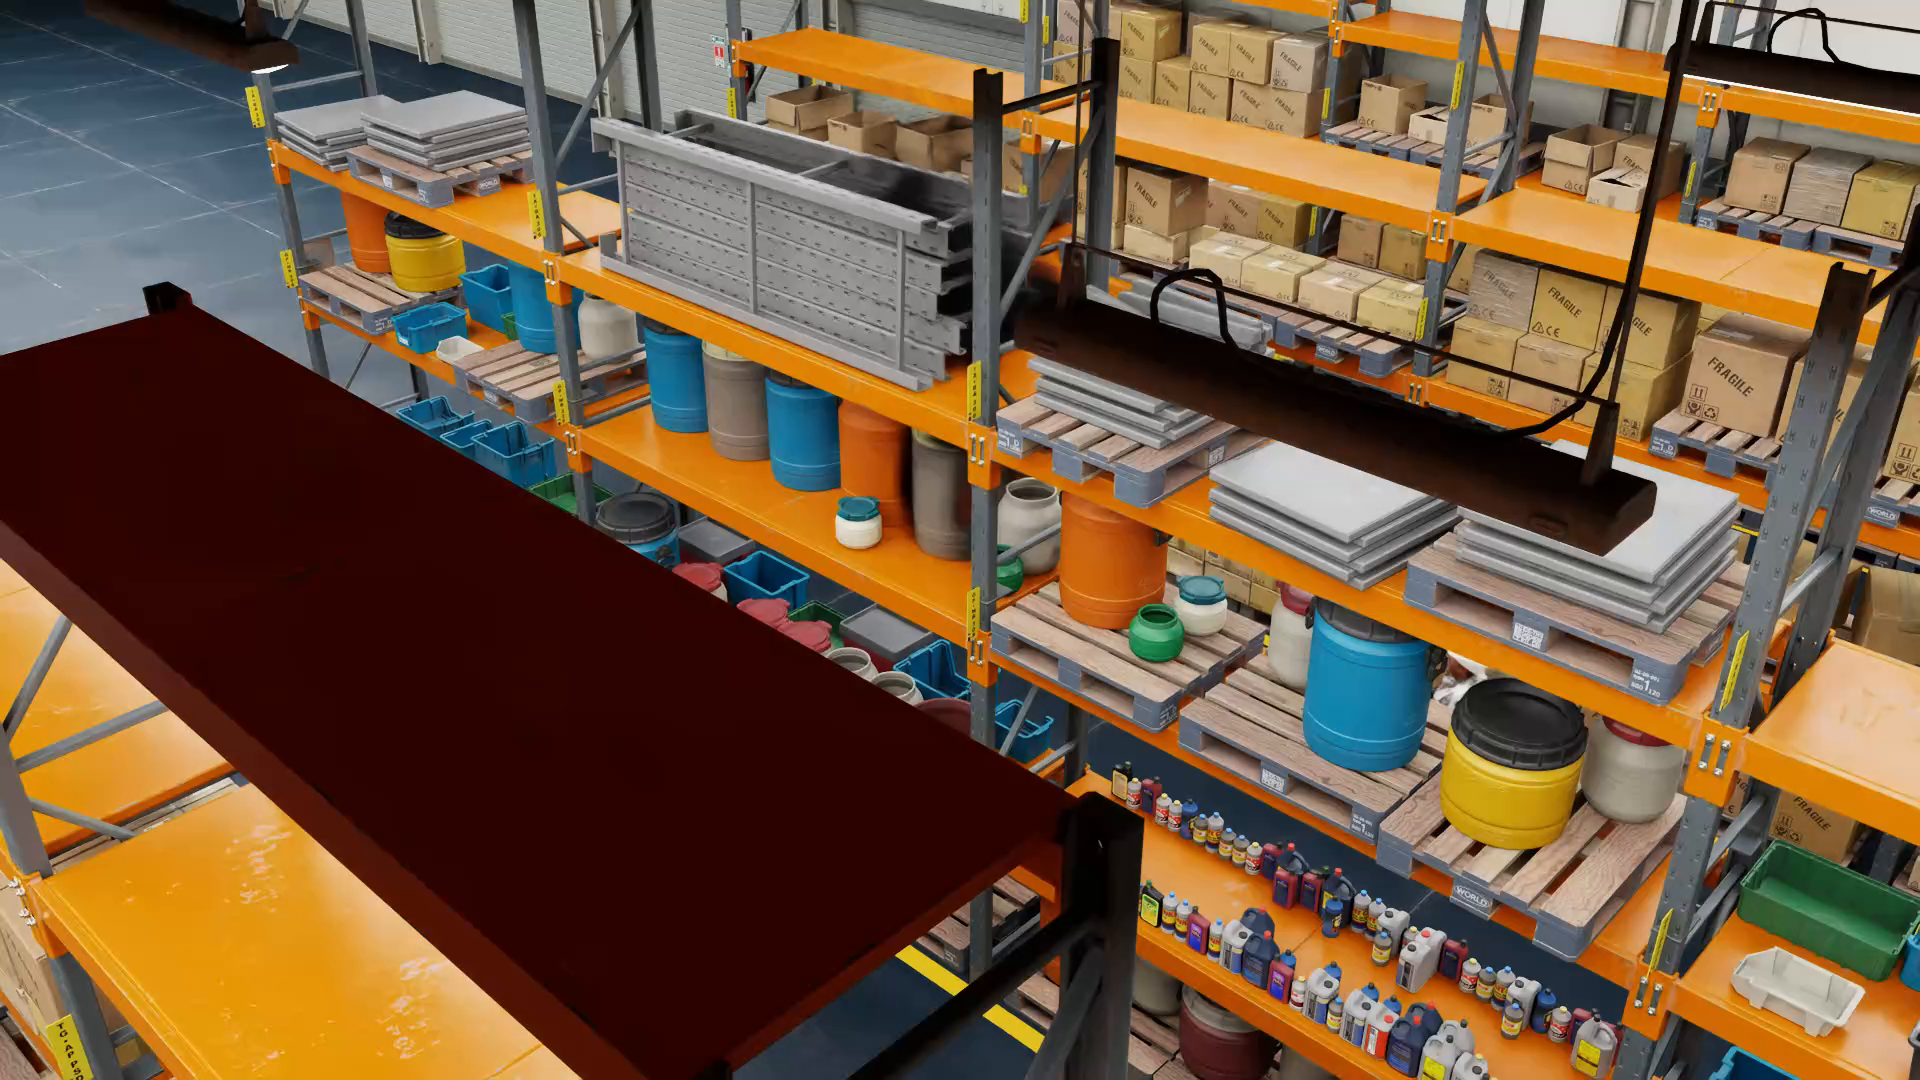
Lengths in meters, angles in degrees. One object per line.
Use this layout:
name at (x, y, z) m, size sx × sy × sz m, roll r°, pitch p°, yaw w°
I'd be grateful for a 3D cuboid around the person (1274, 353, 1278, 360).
person at (2.991, -1.397, 16.887) m, size 0.845 × 1.808 × 0.683 m, roll 18°, pitch 34°, yaw 29°

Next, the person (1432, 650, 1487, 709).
person at (3.405, 1.371, 11.582) m, size 0.605 × 1.607 × 0.658 m, roll 17°, pitch 34°, yaw 27°
